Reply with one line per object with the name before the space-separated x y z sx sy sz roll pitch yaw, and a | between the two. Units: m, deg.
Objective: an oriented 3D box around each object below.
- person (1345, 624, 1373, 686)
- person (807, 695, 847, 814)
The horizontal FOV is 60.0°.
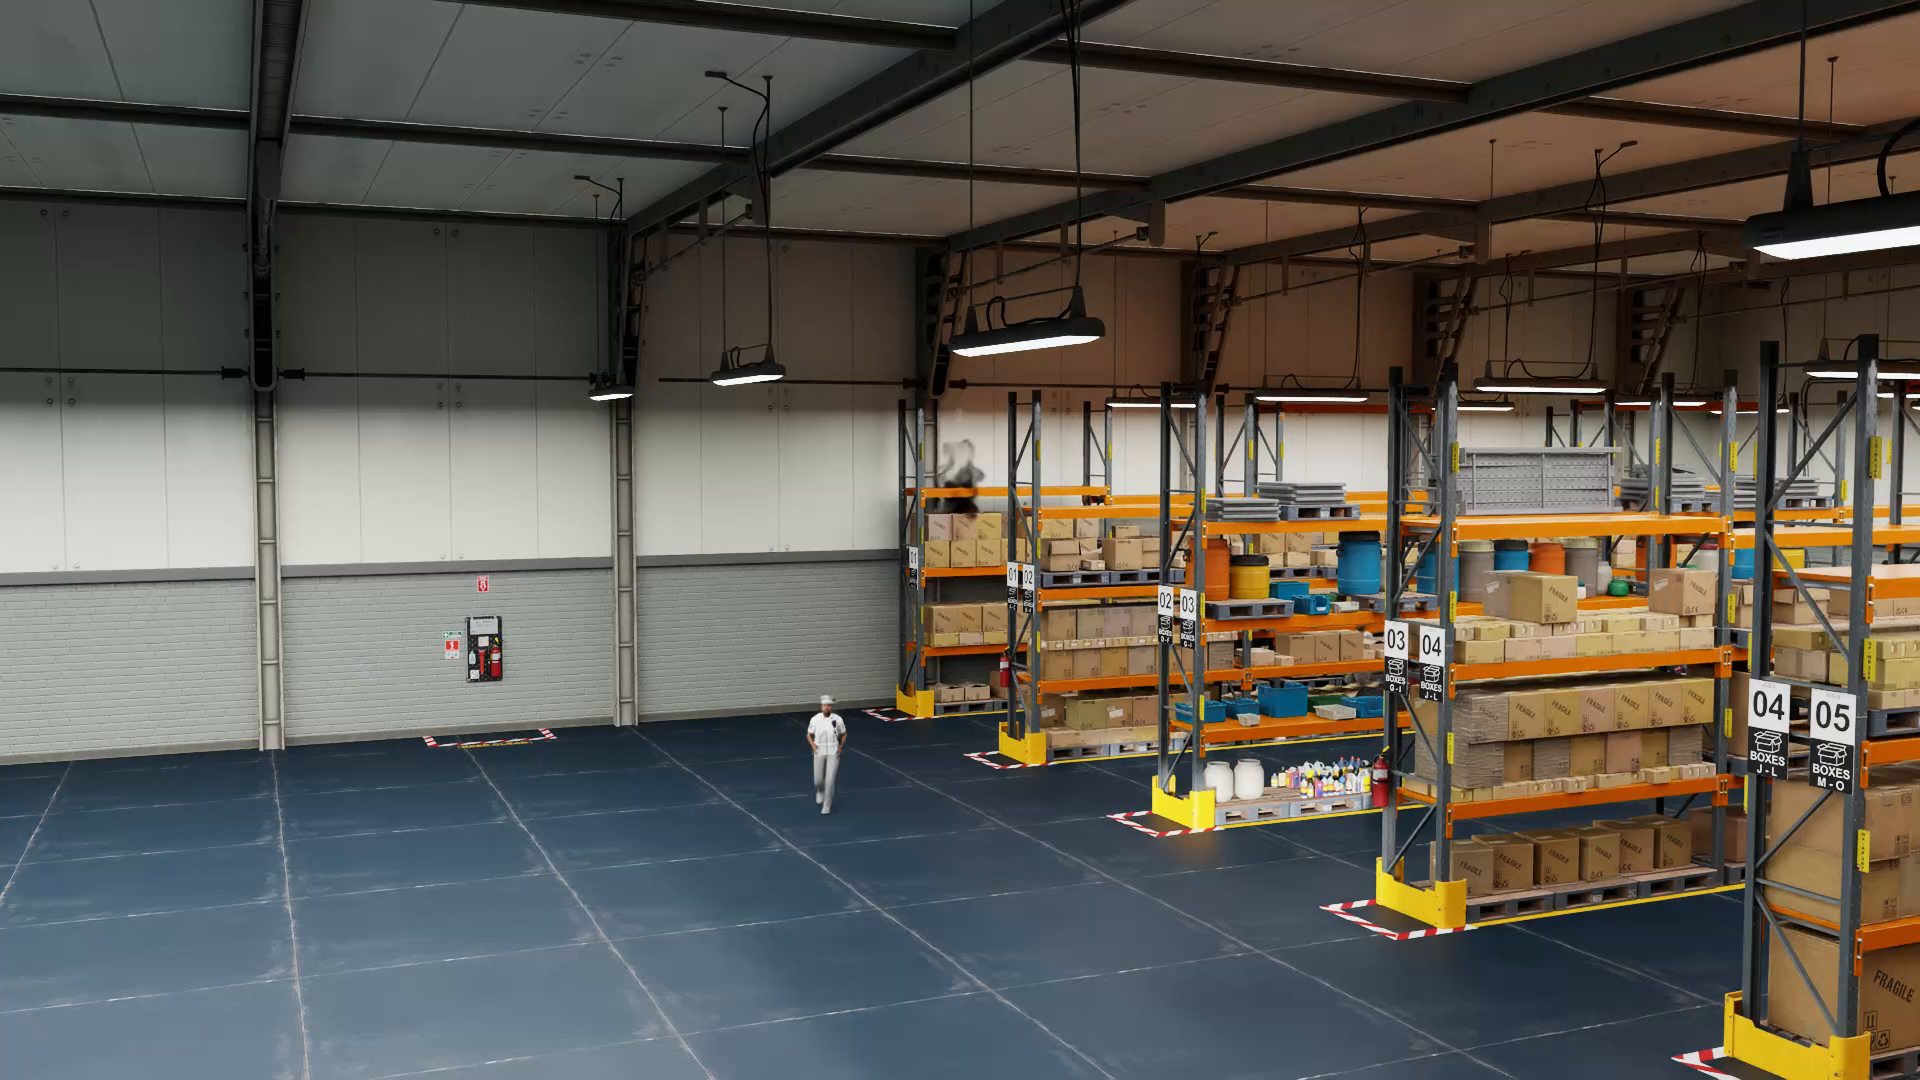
person | 7.854 2.381 32.689 0.737 1.740 0.689 -2 4 -28
person | -1.855 2.975 23.232 0.564 1.655 0.549 0 3 -4
